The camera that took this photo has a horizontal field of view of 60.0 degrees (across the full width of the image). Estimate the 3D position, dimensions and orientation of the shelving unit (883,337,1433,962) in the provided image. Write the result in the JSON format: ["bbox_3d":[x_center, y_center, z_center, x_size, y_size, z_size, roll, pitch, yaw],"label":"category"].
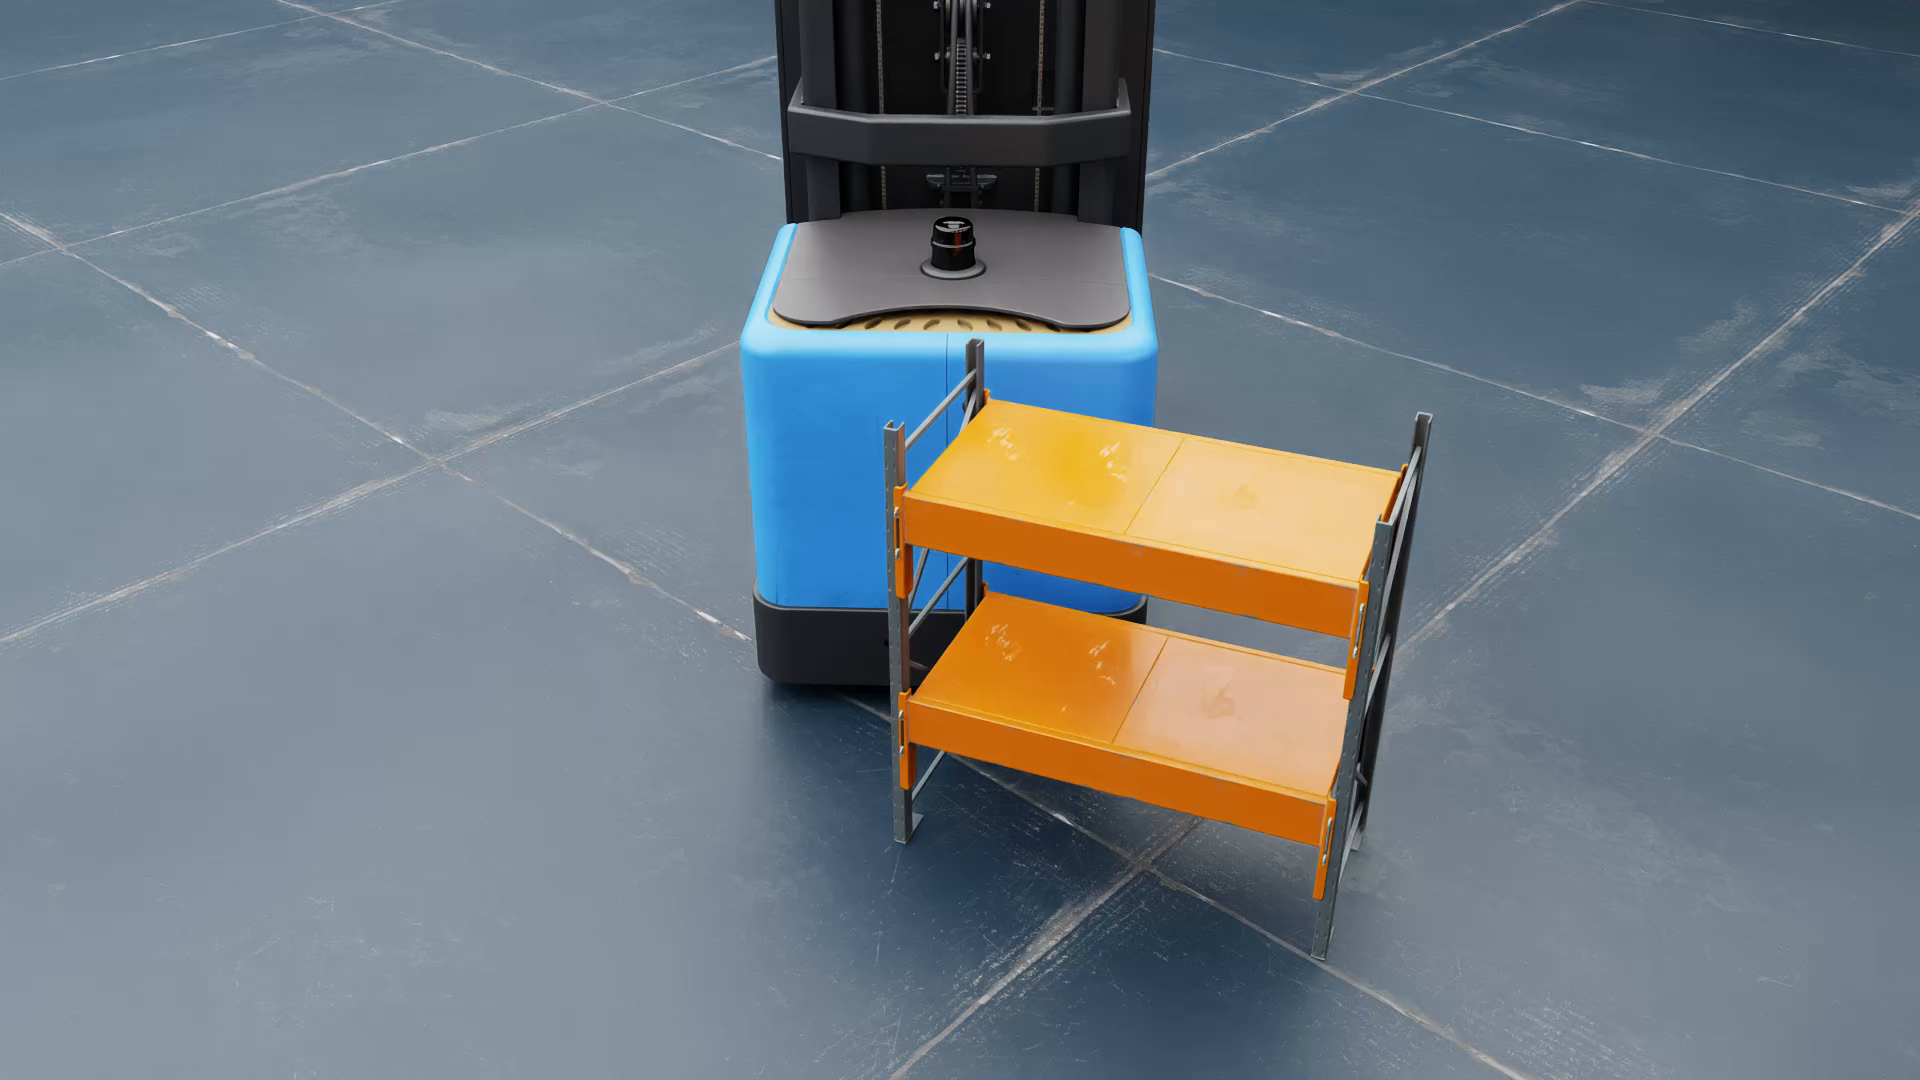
[{"bbox_3d":[0.419,0.233,3.772,1.048,1.125,0.538,12,33,19],"label":"shelving unit"}]

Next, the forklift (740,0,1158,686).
[{"bbox_3d":[0.023,-1.580,5.033,1.130,2.935,3.031,1,31,2],"label":"forklift"}]

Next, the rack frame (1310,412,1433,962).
[{"bbox_3d":[0.890,0.333,3.607,0.032,1.125,0.500,12,33,19],"label":"rack frame"}]

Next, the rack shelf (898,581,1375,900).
[{"bbox_3d":[0.419,0.443,3.898,1.000,0.278,0.538,12,33,19],"label":"rack shelf"}]

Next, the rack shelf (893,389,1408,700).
[{"bbox_3d":[0.419,-0.018,3.621,1.000,0.278,0.538,12,33,19],"label":"rack shelf"}]

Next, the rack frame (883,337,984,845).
[{"bbox_3d":[-0.051,0.134,3.937,0.032,1.125,0.500,12,33,19],"label":"rack frame"}]
